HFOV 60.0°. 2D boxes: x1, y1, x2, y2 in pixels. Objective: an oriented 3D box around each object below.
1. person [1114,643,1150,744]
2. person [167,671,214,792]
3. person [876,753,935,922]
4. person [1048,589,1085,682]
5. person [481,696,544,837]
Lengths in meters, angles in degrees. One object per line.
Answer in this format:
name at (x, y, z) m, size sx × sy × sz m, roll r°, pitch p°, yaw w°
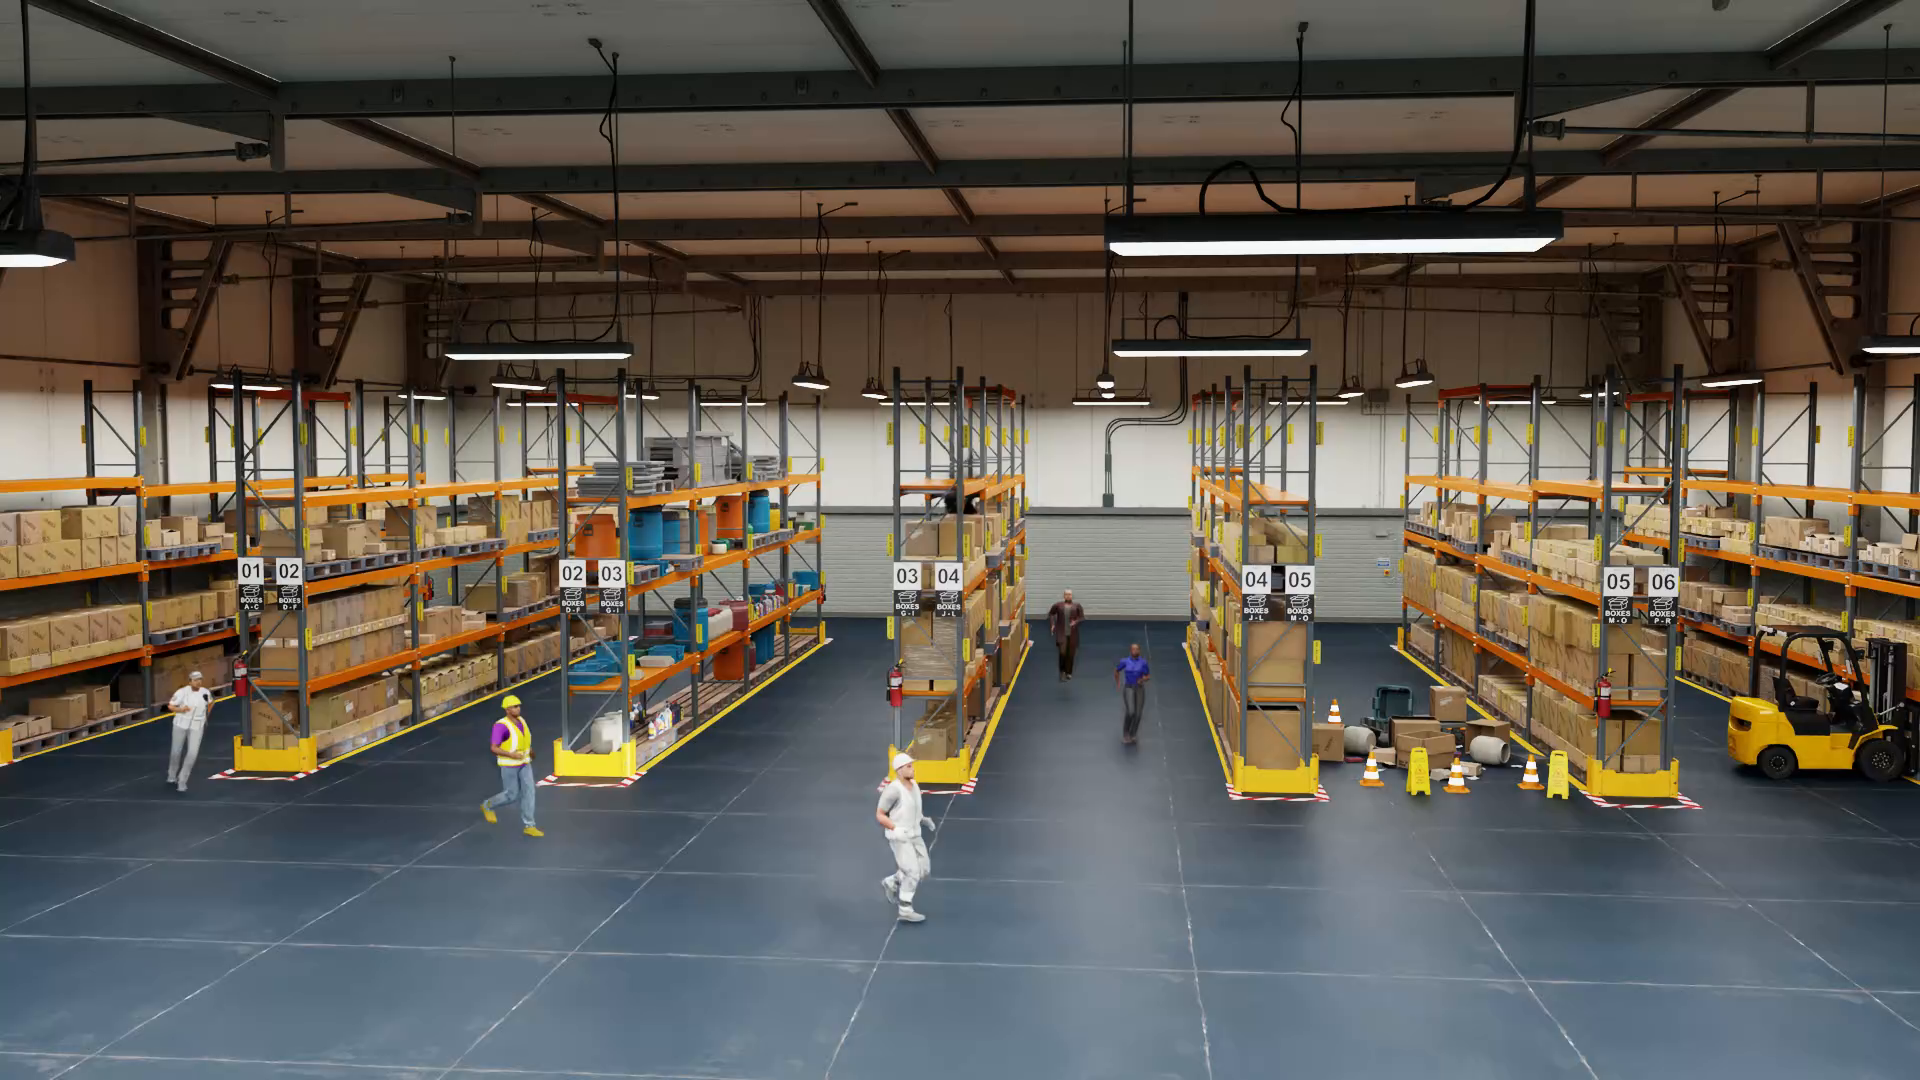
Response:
person at (2.826, 2.541, 27.079) m, size 0.540 × 1.551 × 0.664 m, roll 0°, pitch 4°, yaw -7°
person at (-11.019, 2.716, 23.806) m, size 0.630 × 1.693 × 0.740 m, roll -2°, pitch 4°, yaw -28°
person at (-0.605, 3.062, 17.171) m, size 0.612 × 1.742 × 0.643 m, roll 2°, pitch 4°, yaw 34°
person at (2.064, 1.892, 32.088) m, size 0.685 × 1.720 × 0.709 m, roll 0°, pitch 4°, yaw -1°
person at (-5.618, 2.826, 20.883) m, size 0.922 × 1.761 × 0.705 m, roll 2°, pitch 4°, yaw 27°
